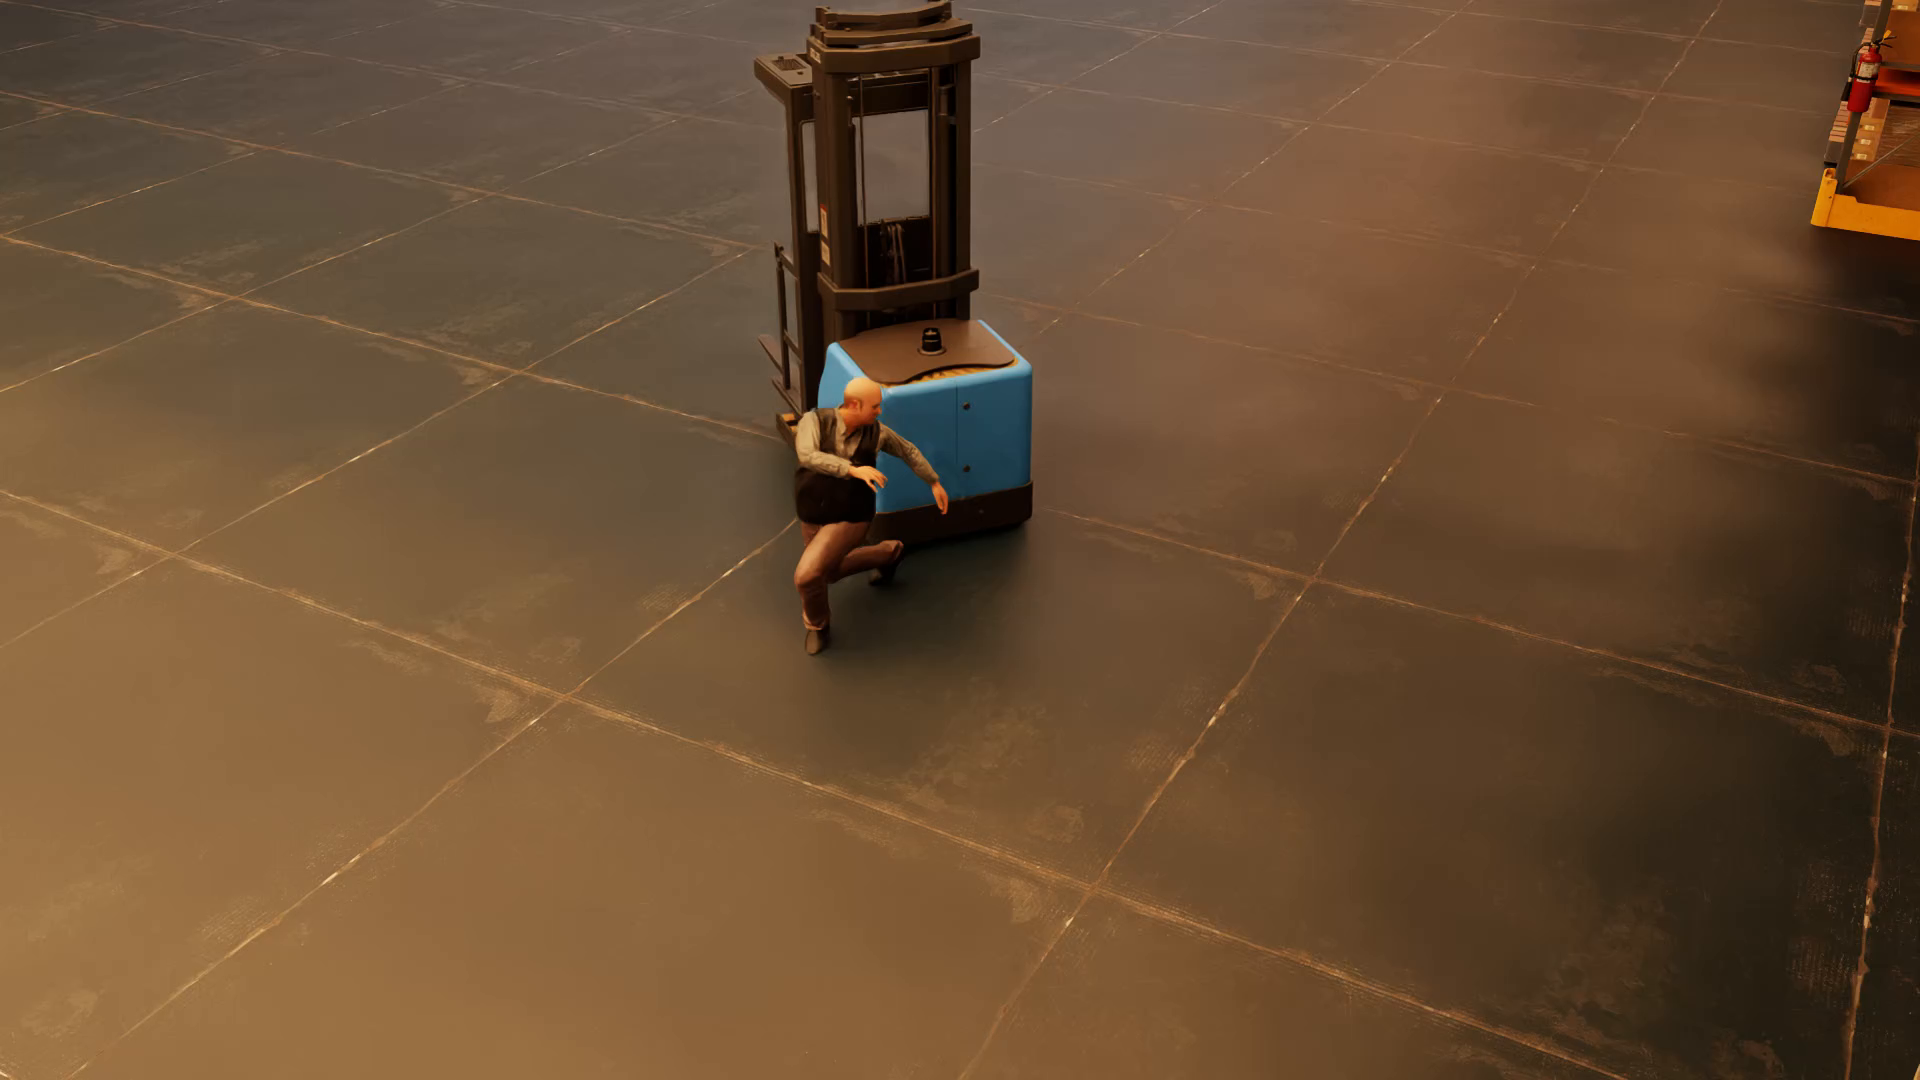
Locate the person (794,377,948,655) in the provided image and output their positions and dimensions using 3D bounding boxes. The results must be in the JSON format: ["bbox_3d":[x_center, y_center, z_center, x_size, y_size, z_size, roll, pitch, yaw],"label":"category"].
[{"bbox_3d":[-0.527,-0.173,8.905,0.730,1.489,0.956,12,32,20],"label":"person"}]

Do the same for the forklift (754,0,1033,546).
[{"bbox_3d":[-0.589,-1.937,10.427,1.130,2.935,3.031,-12,32,-19],"label":"forklift"}]
